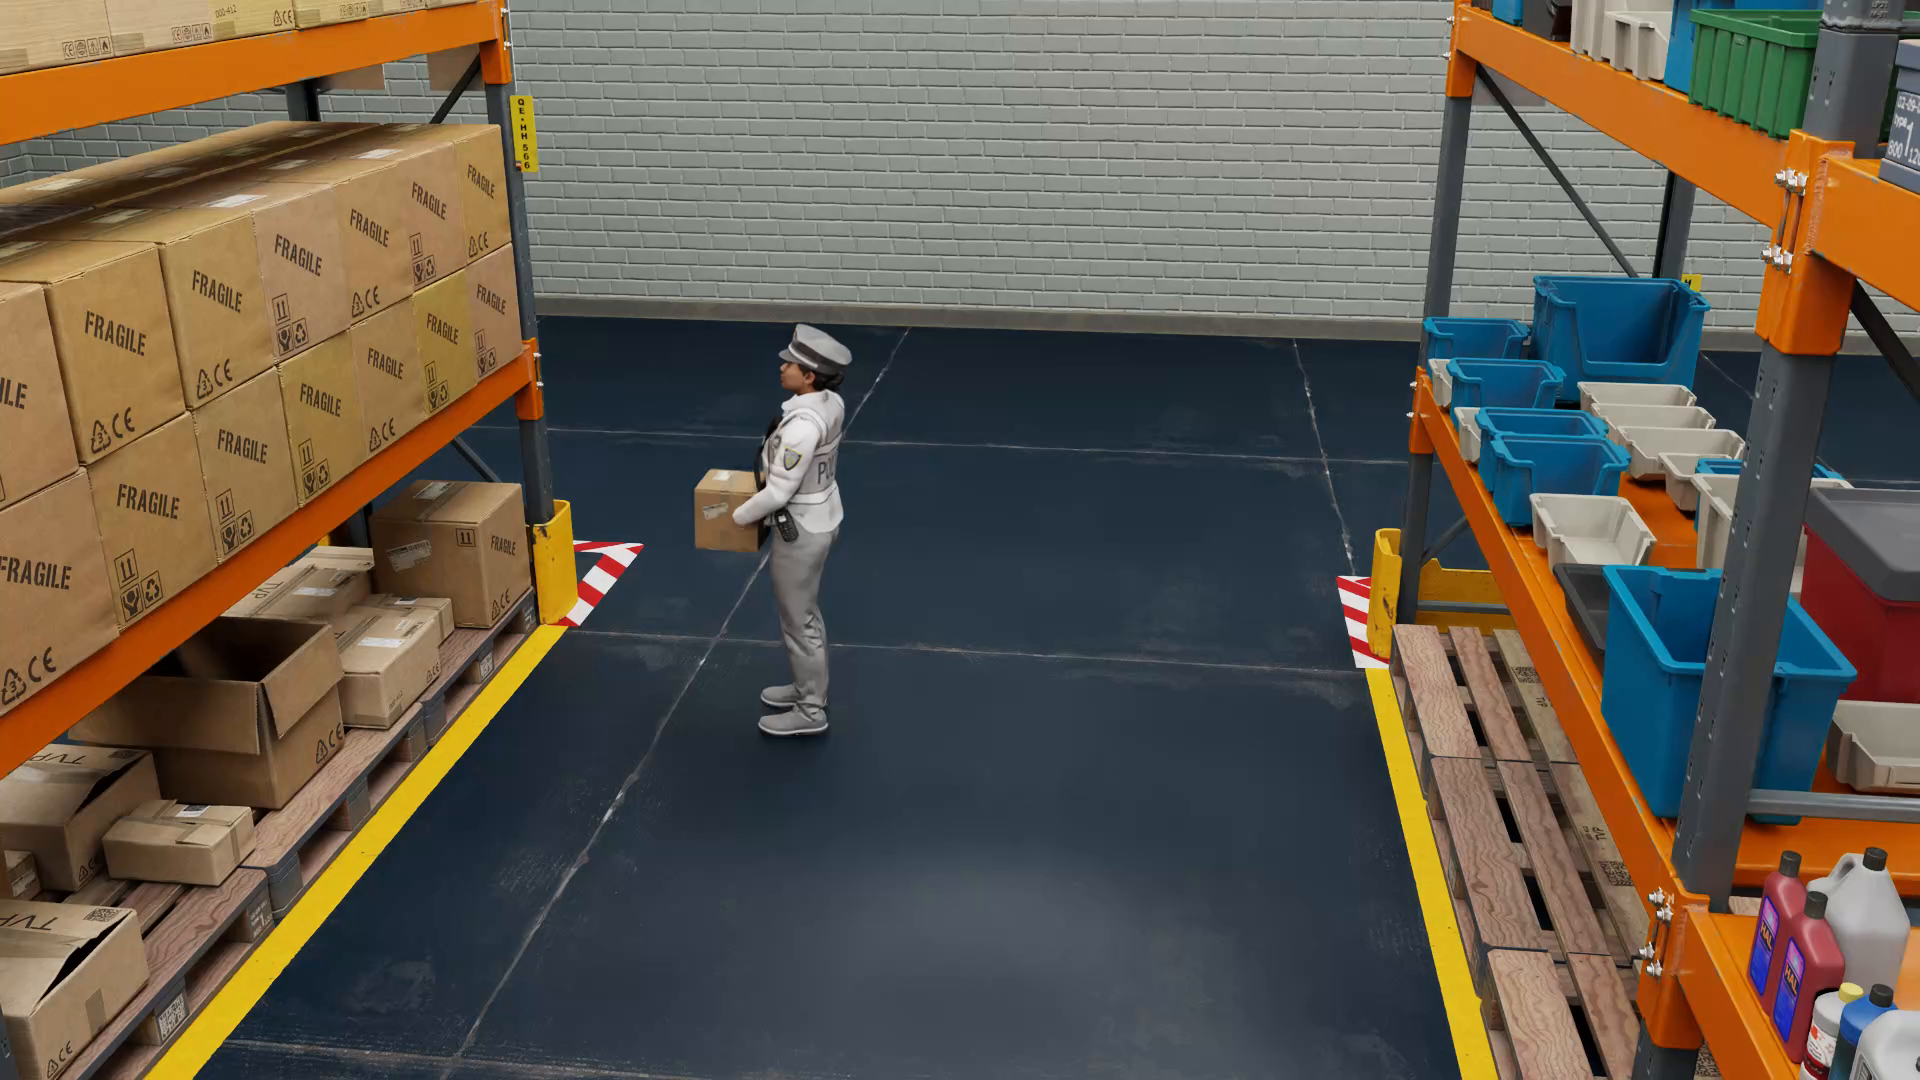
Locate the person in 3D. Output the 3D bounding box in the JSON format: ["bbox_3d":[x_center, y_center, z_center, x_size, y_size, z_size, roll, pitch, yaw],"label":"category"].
[{"bbox_3d":[-0.681,-0.035,6.621,0.543,1.700,0.471,3,22,9],"label":"person"}]
